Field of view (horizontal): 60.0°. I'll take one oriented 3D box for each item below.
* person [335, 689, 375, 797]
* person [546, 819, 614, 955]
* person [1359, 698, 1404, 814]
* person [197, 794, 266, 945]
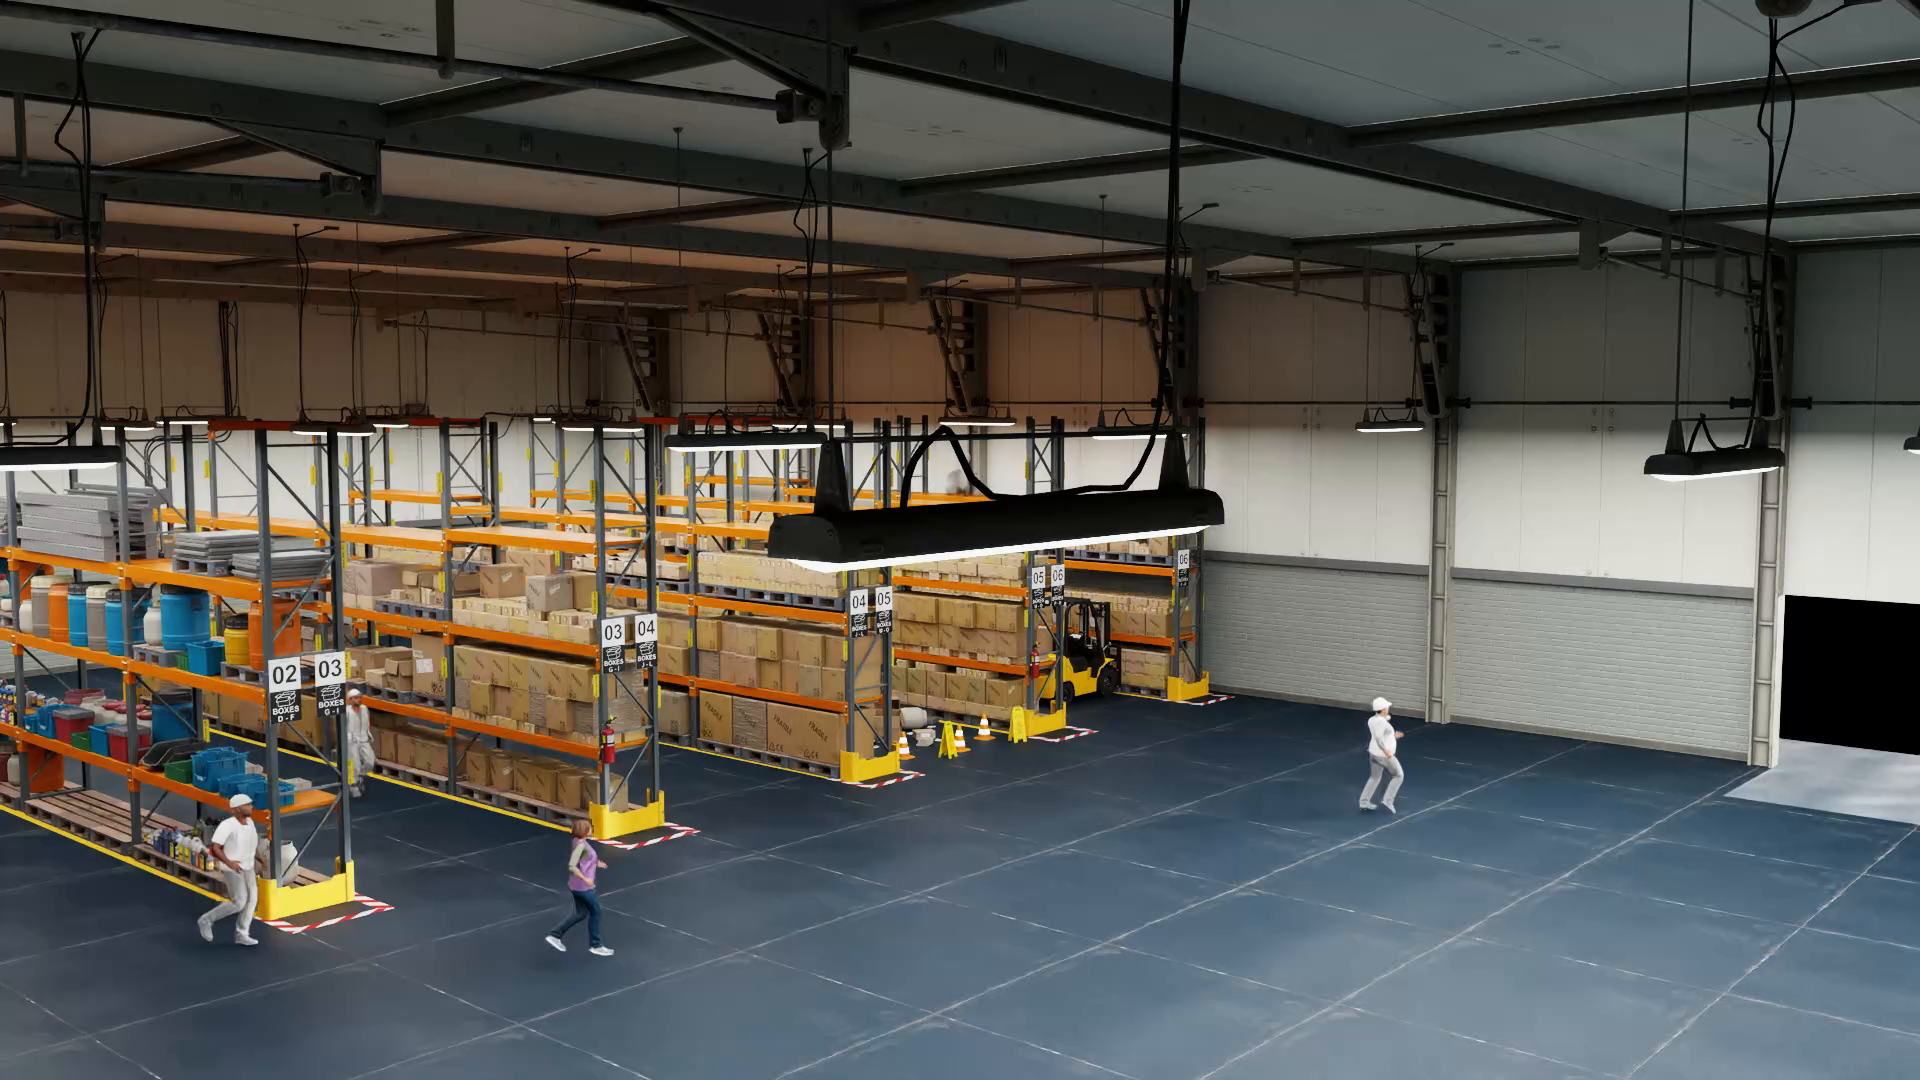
[{"bbox_3d":[-9.631,3.246,26.570,0.564,1.746,0.661,4,6,42],"label":"person"},{"bbox_3d":[-4.327,3.964,18.897,0.752,1.606,0.539,-2,5,-23],"label":"person"},{"bbox_3d":[6.512,3.325,25.600,0.729,1.807,0.627,-1,5,-16],"label":"person"},{"bbox_3d":[-8.502,3.847,19.562,0.706,1.719,0.747,1,5,7],"label":"person"}]
